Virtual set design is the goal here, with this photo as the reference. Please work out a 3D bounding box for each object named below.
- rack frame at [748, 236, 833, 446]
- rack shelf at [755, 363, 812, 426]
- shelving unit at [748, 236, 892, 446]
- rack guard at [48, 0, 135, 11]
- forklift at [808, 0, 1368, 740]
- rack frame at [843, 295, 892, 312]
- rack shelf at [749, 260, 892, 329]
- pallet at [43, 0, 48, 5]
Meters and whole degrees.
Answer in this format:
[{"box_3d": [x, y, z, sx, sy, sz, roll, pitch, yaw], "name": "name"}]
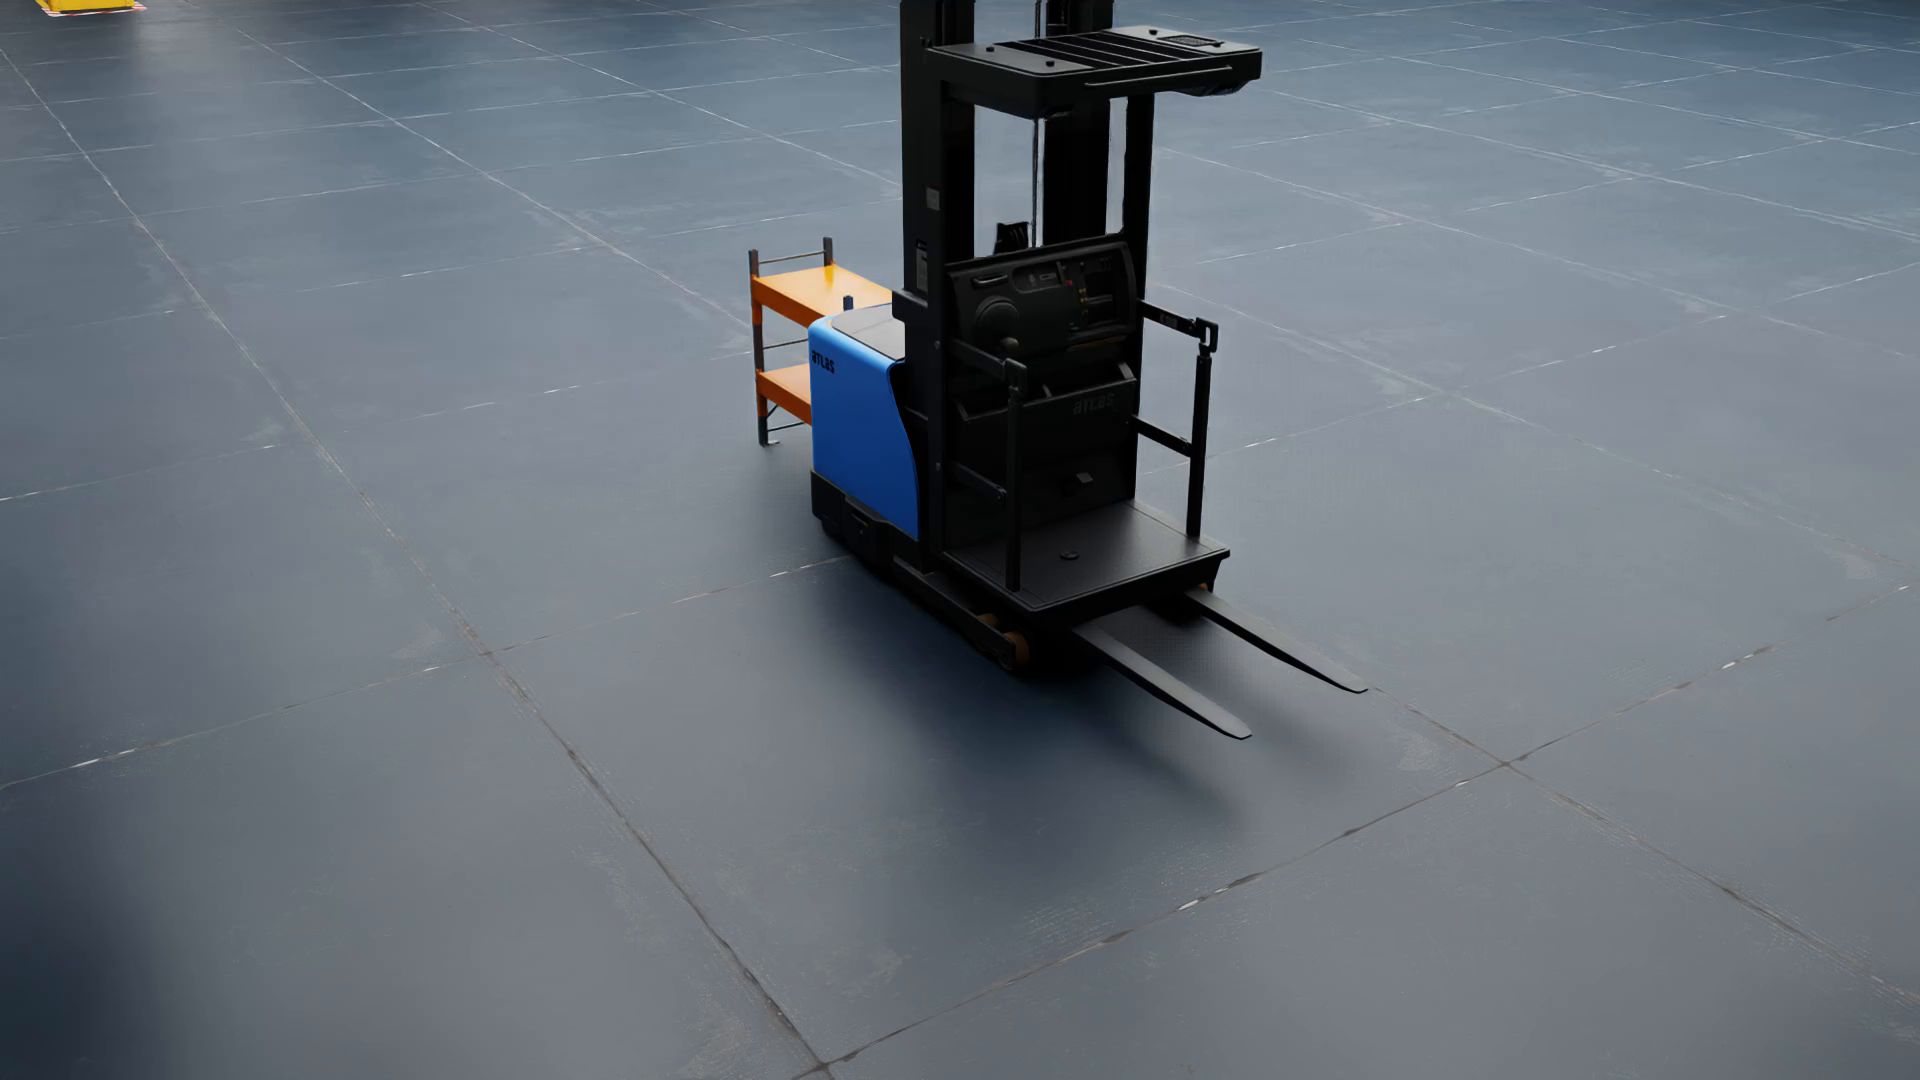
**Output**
[{"box_3d": [-0.918, -1.102, 9.266, 0.500, 1.125, 0.032, -16, 30, -30], "name": "rack frame"}, {"box_3d": [-0.638, -0.699, 8.987, 0.538, 0.278, 1.000, -16, 30, -30], "name": "rack shelf"}, {"box_3d": [-0.638, -0.921, 8.882, 0.538, 1.125, 1.048, -16, 30, -30], "name": "shelving unit"}, {"box_3d": [-13.384, -8.443, 25.550, 1.175, 0.500, 0.348, -16, 29, -30], "name": "rack guard"}, {"box_3d": [0.485, -1.003, 6.942, 1.130, 2.935, 3.031, -16, 30, -30], "name": "forklift"}, {"box_3d": [-0.357, -0.739, 8.499, 0.500, 1.125, 0.032, -16, 30, -30], "name": "rack frame"}, {"box_3d": [-0.638, -1.185, 8.757, 0.538, 0.278, 1.000, -16, 30, -30], "name": "rack shelf"}, {"box_3d": [-13.850, -8.585, 26.188, 1.003, 0.211, 1.213, -16, 29, -30], "name": "pallet"}]
